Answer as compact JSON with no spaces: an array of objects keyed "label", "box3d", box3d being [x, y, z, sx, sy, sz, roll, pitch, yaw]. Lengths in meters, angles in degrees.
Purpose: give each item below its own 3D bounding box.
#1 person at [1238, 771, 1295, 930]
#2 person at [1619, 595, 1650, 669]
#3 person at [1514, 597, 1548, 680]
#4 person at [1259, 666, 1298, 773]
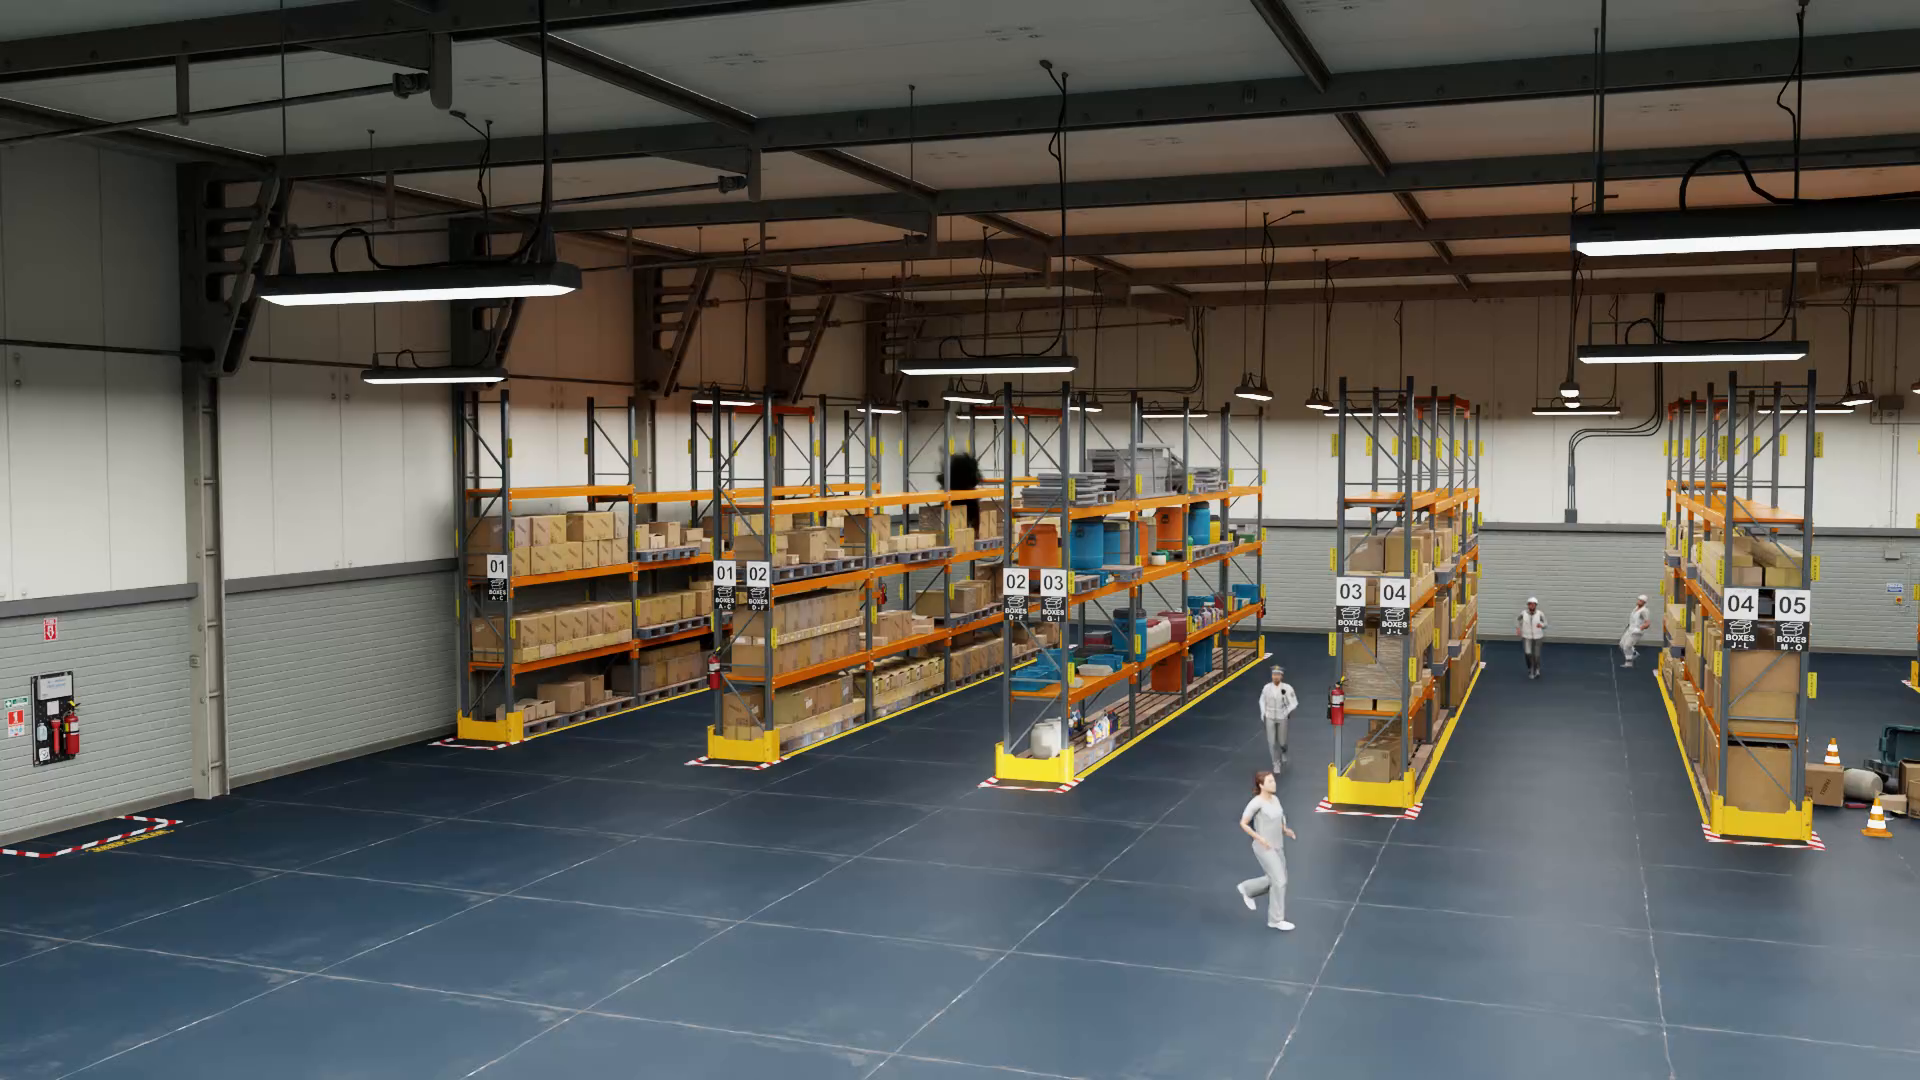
[{"label":"person","box3d":[3.188,3.224,17.429,0.571,1.628,0.752,-3,4,-43]},{"label":"person","box3d":[15.234,2.077,37.578,0.519,1.701,0.698,0,3,1]},{"label":"person","box3d":[12.411,2.139,36.135,0.685,1.801,0.821,1,3,16]},{"label":"person","box3d":[4.914,2.756,25.739,0.606,1.654,0.580,1,3,22]}]
